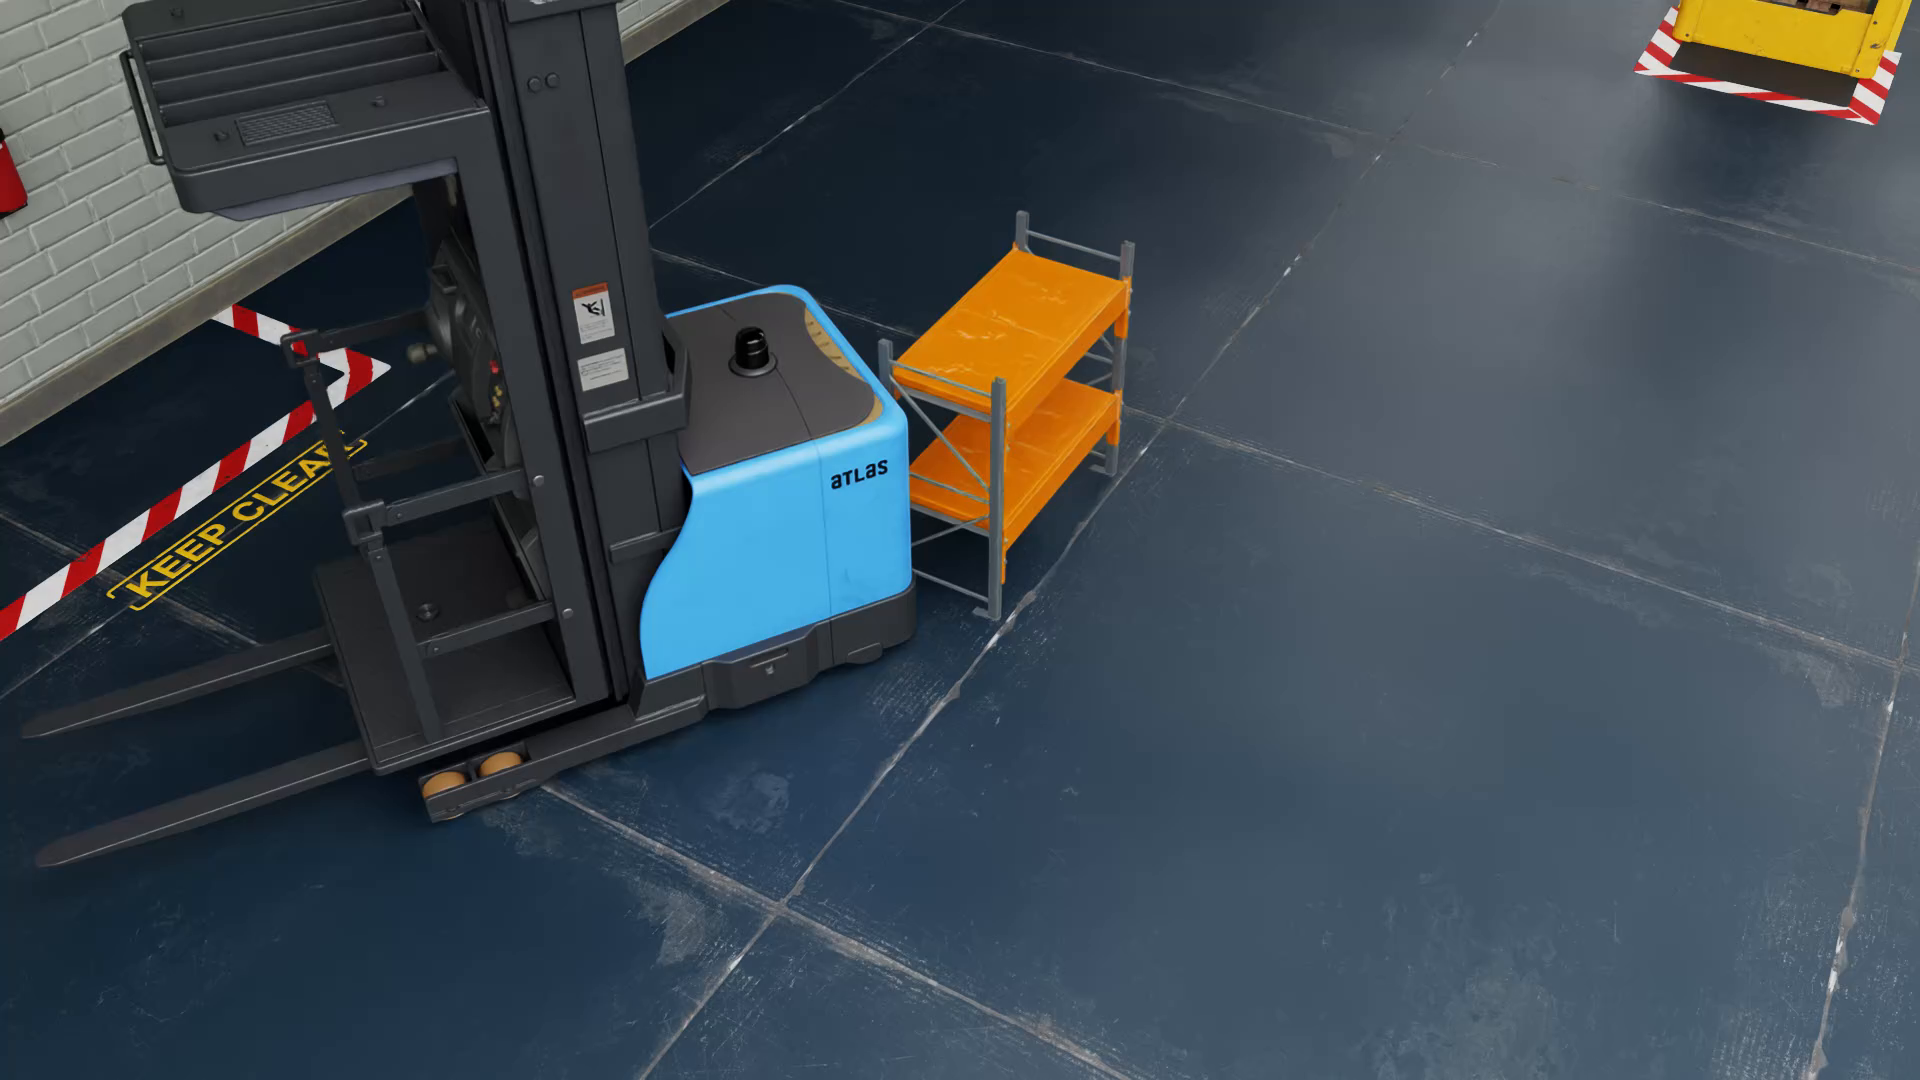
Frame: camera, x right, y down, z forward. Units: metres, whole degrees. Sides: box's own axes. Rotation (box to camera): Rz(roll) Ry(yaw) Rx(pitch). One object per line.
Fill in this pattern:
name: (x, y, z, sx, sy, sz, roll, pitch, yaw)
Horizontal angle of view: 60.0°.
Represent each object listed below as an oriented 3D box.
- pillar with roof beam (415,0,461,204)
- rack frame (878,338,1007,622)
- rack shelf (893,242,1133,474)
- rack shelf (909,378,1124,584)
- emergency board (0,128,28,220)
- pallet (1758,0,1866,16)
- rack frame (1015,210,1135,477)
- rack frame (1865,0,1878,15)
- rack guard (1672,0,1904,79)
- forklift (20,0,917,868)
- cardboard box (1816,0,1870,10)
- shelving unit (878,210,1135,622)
pillar with roof beam: (1.023, -3.865, 4.330, 9.100, 9.000, 0.400, 21, 45, 22)
rack frame: (-0.065, -0.198, 6.124, 0.500, 1.125, 0.032, 21, 45, 22)
rack shelf: (0.189, -0.709, 6.261, 0.538, 0.278, 1.000, 21, 45, 22)
rack shelf: (0.189, -0.305, 6.616, 0.538, 0.278, 1.000, 21, 45, 22)
emergency board: (-3.974, -1.636, 6.338, 0.194, 1.169, 0.643, 21, 45, 22)
pallet: (5.334, -3.552, 10.624, 1.003, 0.211, 1.213, 21, 45, 22)
rack frame: (0.442, -0.780, 6.785, 0.500, 1.125, 0.032, 21, 45, 22)
rack frame: (4.988, -4.147, 9.190, 1.000, 3.000, 0.127, 21, 45, 22)
rack guard: (4.976, -3.196, 10.001, 1.175, 0.500, 0.348, 21, 45, 22)
forklift: (-1.714, -0.549, 5.156, 3.031, 2.935, 1.130, -19, 45, -20)
cardboard box: (5.449, -3.506, 10.225, 0.500, 0.250, 0.500, 21, 45, 22)
shelving unit: (0.189, -0.489, 6.454, 0.538, 1.125, 1.048, 21, 45, 22)
